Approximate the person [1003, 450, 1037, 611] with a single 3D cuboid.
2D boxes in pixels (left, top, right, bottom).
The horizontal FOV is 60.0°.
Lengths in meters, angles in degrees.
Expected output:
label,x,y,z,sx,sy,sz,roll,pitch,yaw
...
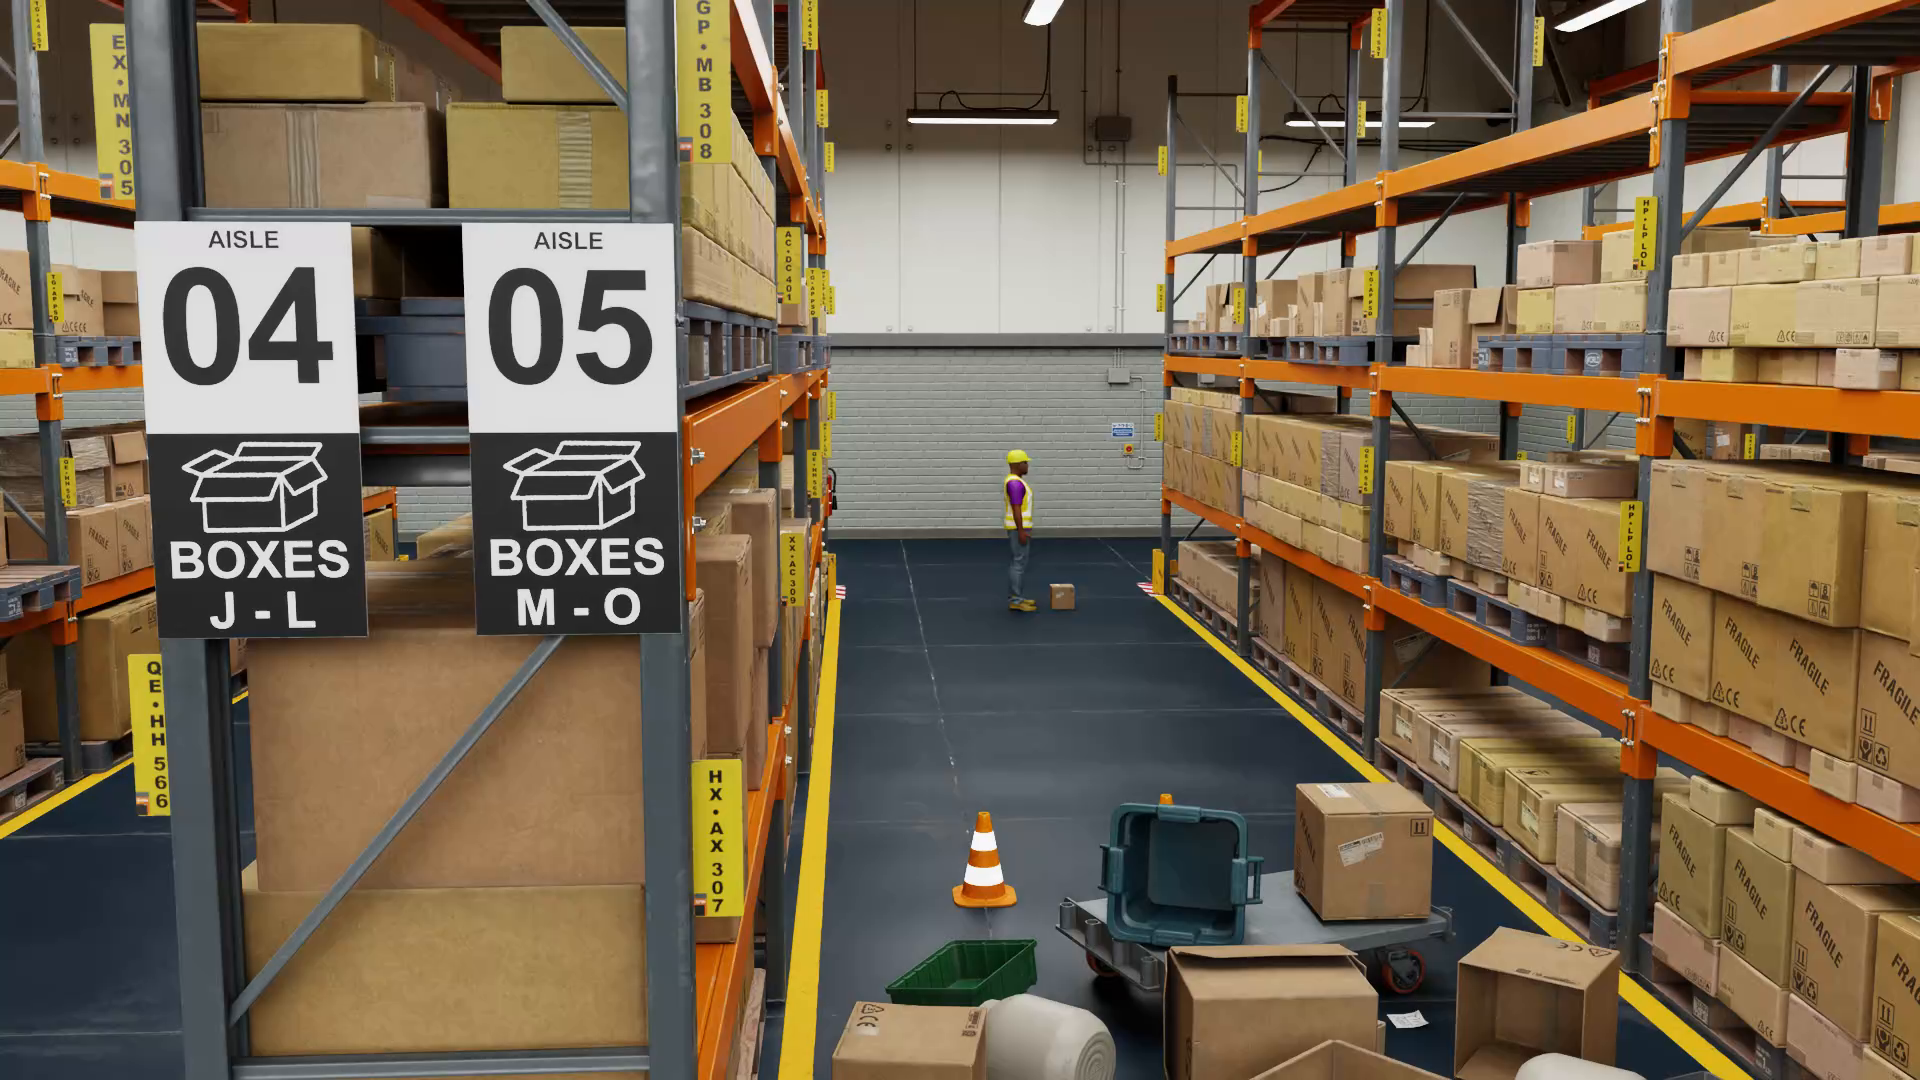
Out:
label,x,y,z,sx,sy,sz,roll,pitch,yaw
person,0.669,-0.115,18.594,0.380,1.782,0.575,0,7,-2
